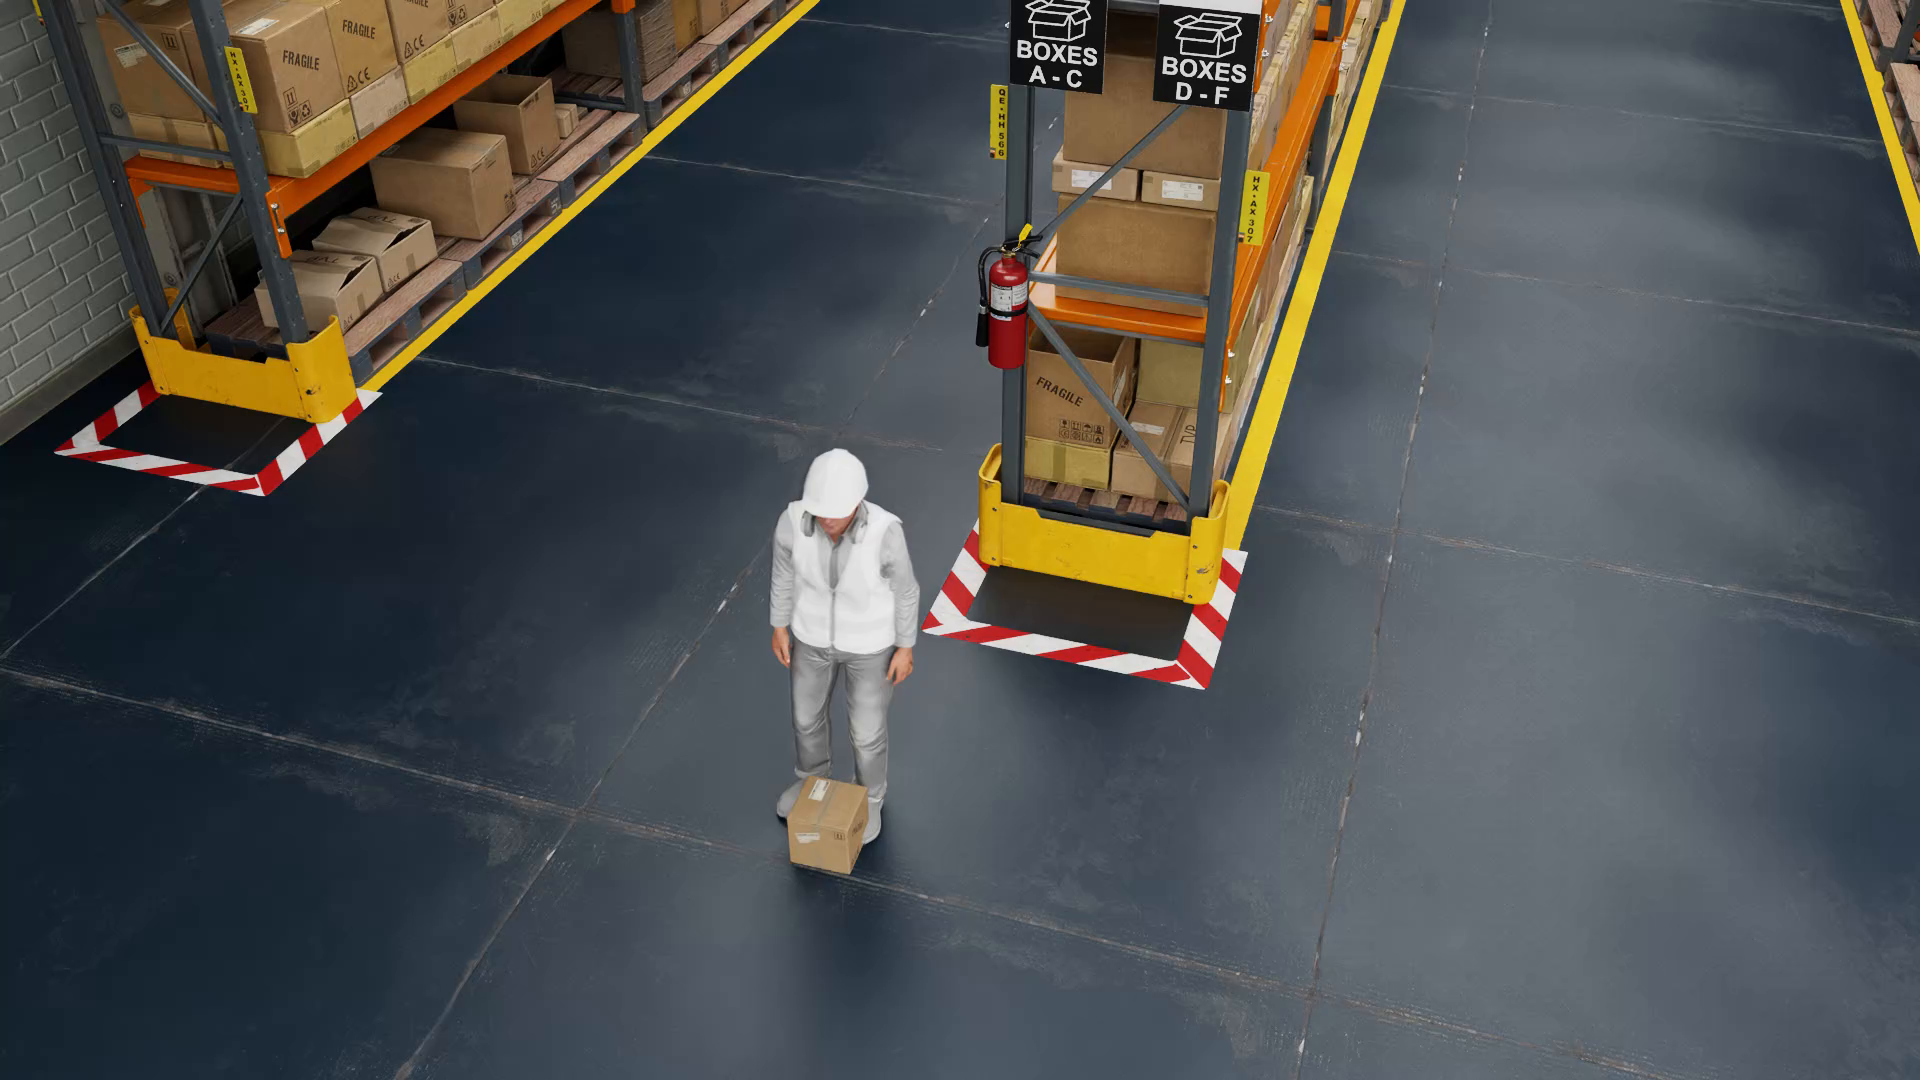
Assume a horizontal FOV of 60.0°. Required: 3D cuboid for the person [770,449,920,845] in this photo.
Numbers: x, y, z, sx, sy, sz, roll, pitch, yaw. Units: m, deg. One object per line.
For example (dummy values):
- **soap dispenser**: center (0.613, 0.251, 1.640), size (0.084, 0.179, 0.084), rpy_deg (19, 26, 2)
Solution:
- **person**: center (-0.448, 0.377, 6.367), size (0.583, 1.770, 0.476), rpy_deg (9, 38, 11)
